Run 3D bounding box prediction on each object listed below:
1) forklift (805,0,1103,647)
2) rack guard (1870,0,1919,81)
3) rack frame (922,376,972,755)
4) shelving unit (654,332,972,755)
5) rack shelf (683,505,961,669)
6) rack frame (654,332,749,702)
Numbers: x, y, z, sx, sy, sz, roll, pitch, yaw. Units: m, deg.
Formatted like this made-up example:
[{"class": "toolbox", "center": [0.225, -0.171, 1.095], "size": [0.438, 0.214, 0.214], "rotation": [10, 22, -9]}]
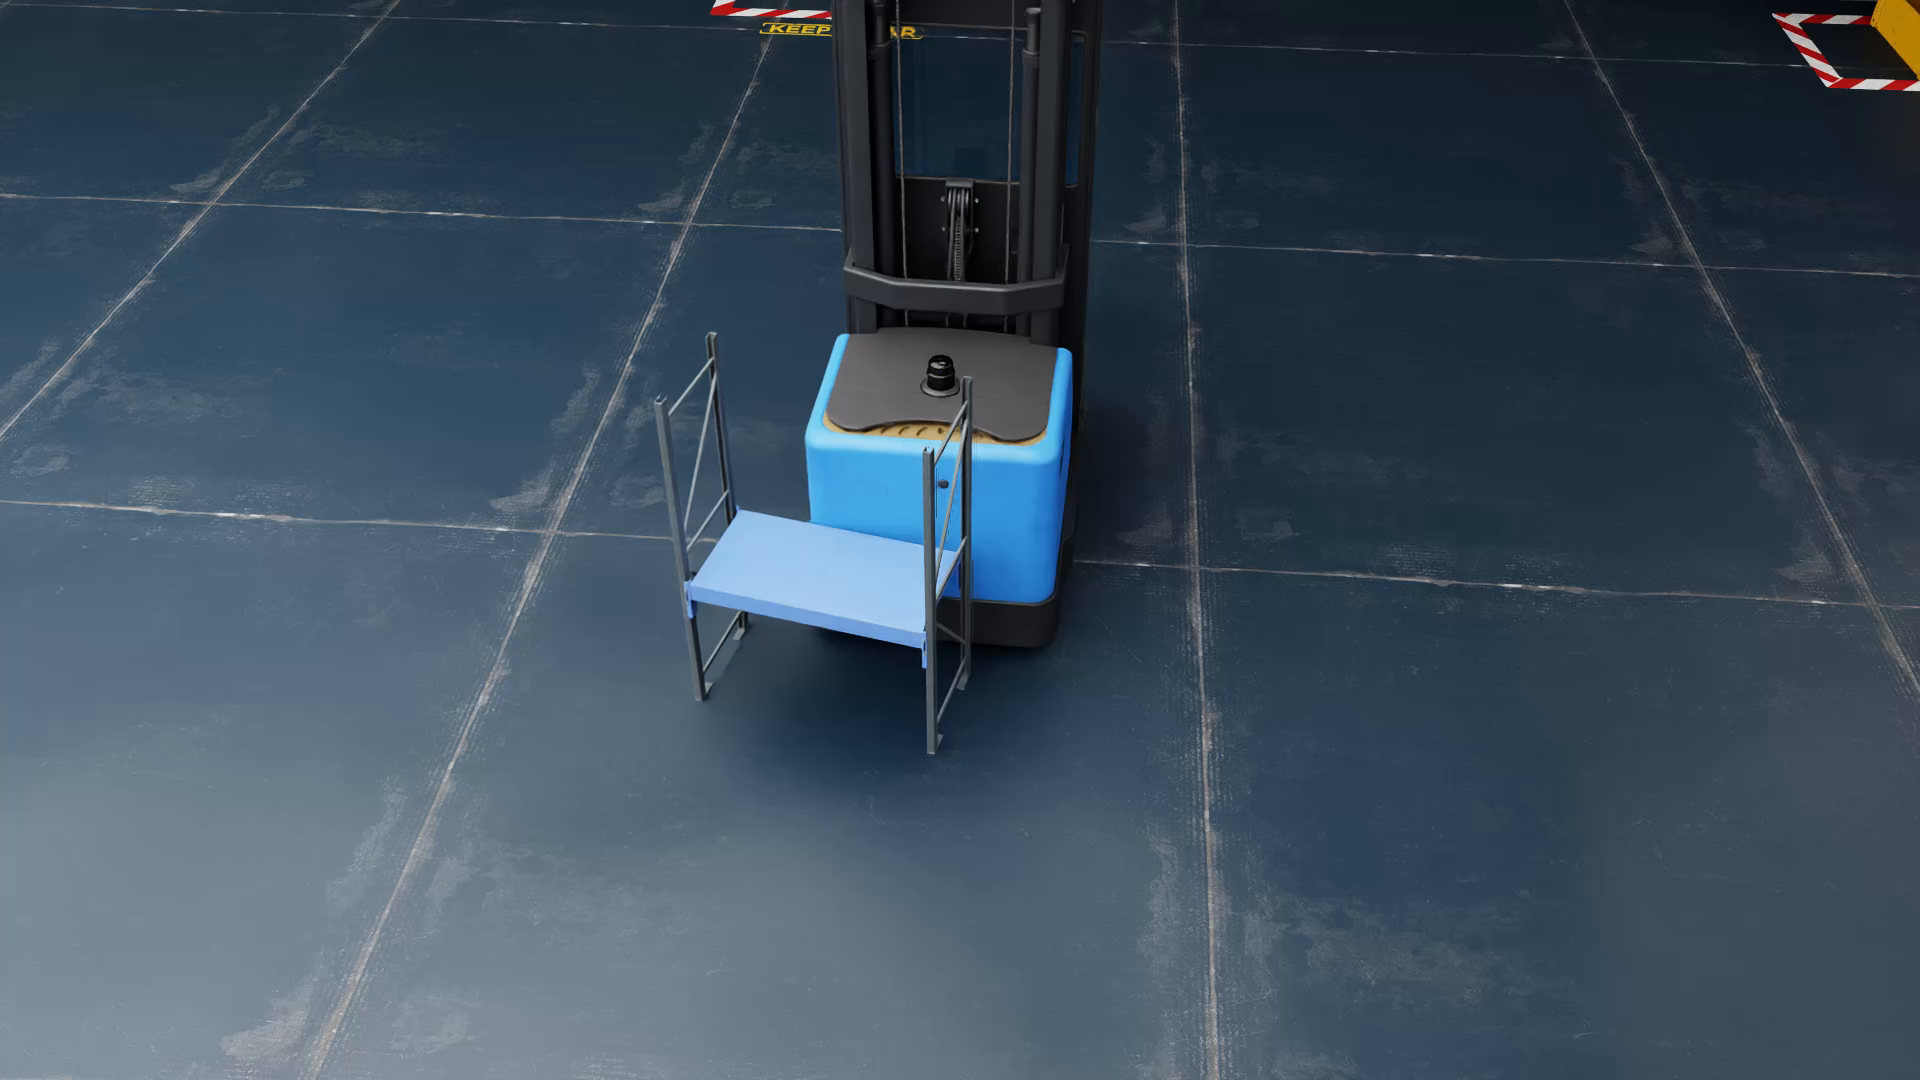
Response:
[{"class": "forklift", "center": [0.056, -1.604, 7.399], "size": [1.130, 2.935, 3.031], "rotation": [4, 39, 5]}, {"class": "rack guard", "center": [6.986, -3.748, 11.959], "size": [0.348, 0.500, 1.175], "rotation": [3, 39, 4]}, {"class": "rack frame", "center": [-0.043, 0.131, 6.401], "size": [0.032, 1.500, 0.500], "rotation": [11, 40, 13]}, {"class": "shelving unit", "center": [-0.528, 0.036, 6.518], "size": [1.048, 1.500, 0.538], "rotation": [11, 40, 13]}, {"class": "rack shelf", "center": [-0.528, 0.175, 6.632], "size": [1.000, 0.185, 0.538], "rotation": [11, 40, 13]}, {"class": "rack frame", "center": [-1.014, -0.060, 6.635], "size": [0.032, 1.500, 0.500], "rotation": [11, 40, 13]}]
